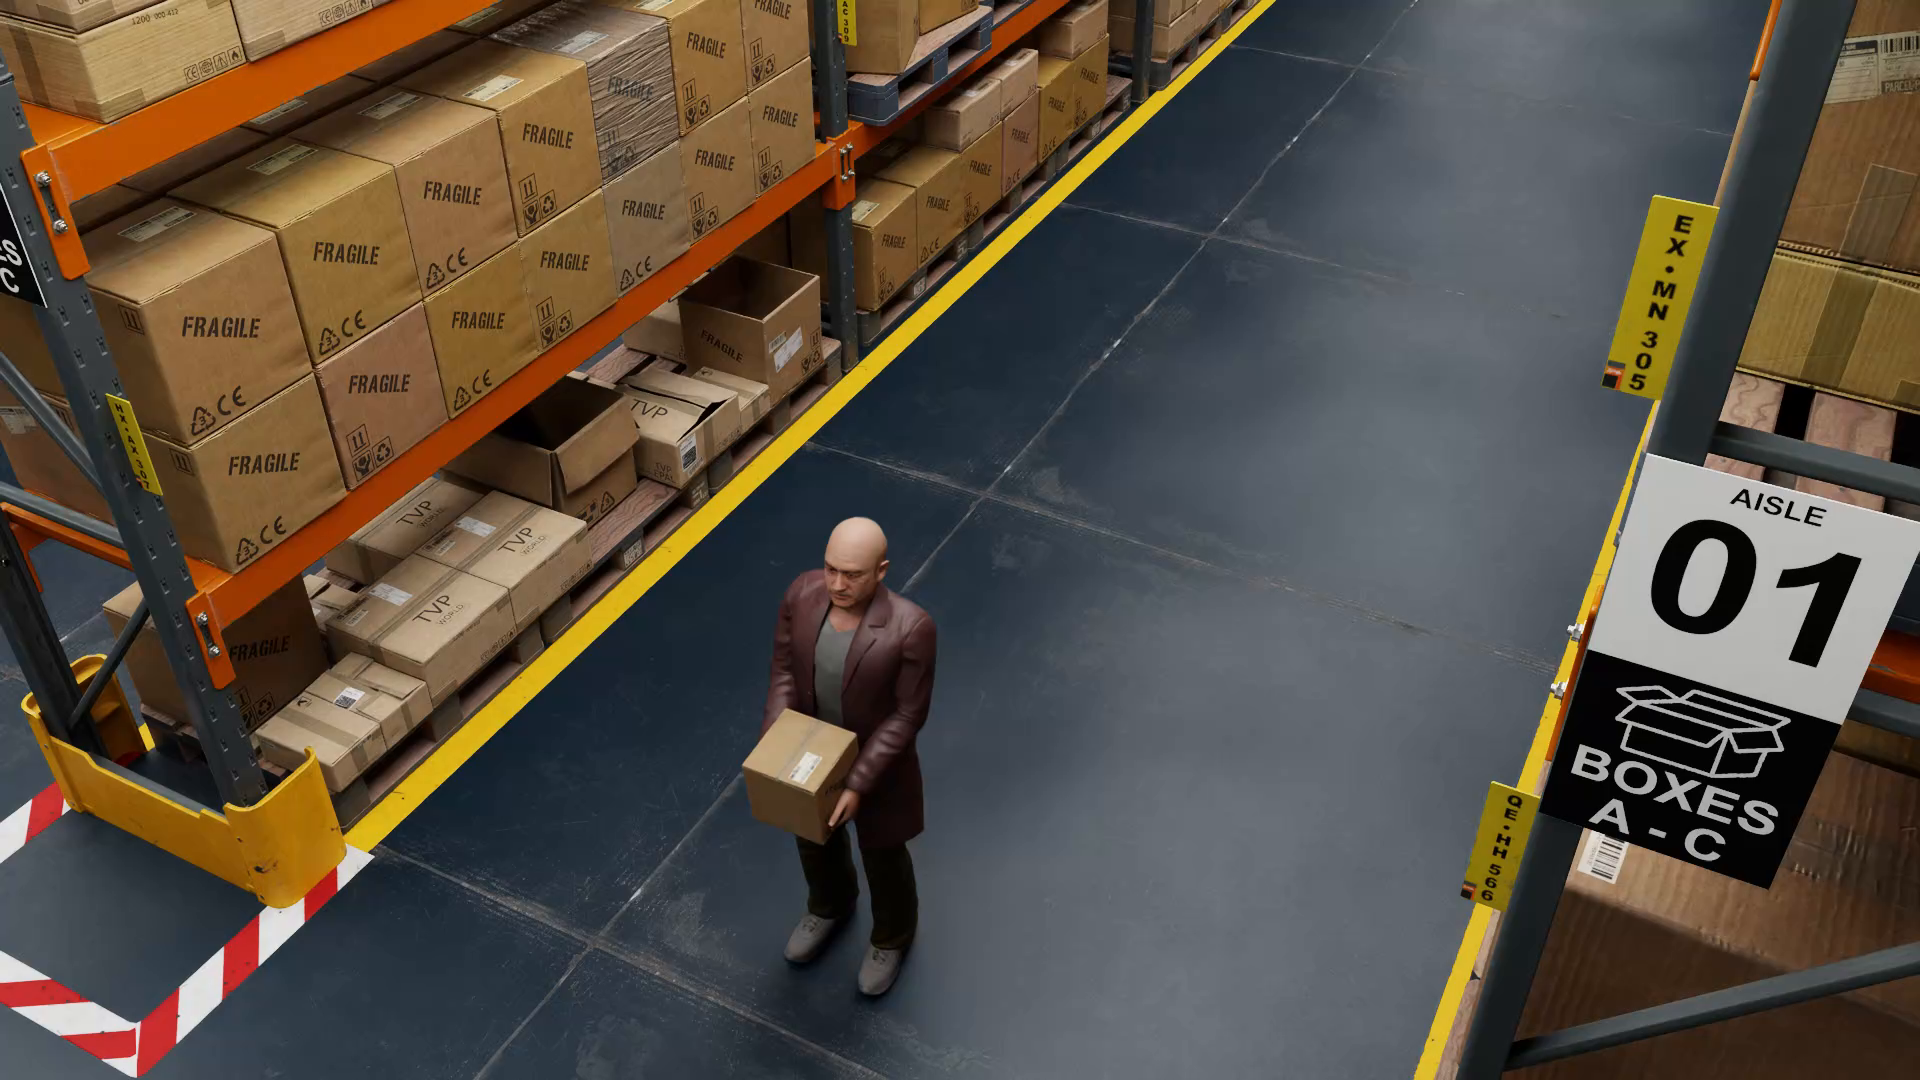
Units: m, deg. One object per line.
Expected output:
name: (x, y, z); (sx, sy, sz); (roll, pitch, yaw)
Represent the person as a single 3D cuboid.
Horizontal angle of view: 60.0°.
person: (-0.383, 0.737, 5.197); (0.542, 1.779, 0.541); (17, 41, 21)
